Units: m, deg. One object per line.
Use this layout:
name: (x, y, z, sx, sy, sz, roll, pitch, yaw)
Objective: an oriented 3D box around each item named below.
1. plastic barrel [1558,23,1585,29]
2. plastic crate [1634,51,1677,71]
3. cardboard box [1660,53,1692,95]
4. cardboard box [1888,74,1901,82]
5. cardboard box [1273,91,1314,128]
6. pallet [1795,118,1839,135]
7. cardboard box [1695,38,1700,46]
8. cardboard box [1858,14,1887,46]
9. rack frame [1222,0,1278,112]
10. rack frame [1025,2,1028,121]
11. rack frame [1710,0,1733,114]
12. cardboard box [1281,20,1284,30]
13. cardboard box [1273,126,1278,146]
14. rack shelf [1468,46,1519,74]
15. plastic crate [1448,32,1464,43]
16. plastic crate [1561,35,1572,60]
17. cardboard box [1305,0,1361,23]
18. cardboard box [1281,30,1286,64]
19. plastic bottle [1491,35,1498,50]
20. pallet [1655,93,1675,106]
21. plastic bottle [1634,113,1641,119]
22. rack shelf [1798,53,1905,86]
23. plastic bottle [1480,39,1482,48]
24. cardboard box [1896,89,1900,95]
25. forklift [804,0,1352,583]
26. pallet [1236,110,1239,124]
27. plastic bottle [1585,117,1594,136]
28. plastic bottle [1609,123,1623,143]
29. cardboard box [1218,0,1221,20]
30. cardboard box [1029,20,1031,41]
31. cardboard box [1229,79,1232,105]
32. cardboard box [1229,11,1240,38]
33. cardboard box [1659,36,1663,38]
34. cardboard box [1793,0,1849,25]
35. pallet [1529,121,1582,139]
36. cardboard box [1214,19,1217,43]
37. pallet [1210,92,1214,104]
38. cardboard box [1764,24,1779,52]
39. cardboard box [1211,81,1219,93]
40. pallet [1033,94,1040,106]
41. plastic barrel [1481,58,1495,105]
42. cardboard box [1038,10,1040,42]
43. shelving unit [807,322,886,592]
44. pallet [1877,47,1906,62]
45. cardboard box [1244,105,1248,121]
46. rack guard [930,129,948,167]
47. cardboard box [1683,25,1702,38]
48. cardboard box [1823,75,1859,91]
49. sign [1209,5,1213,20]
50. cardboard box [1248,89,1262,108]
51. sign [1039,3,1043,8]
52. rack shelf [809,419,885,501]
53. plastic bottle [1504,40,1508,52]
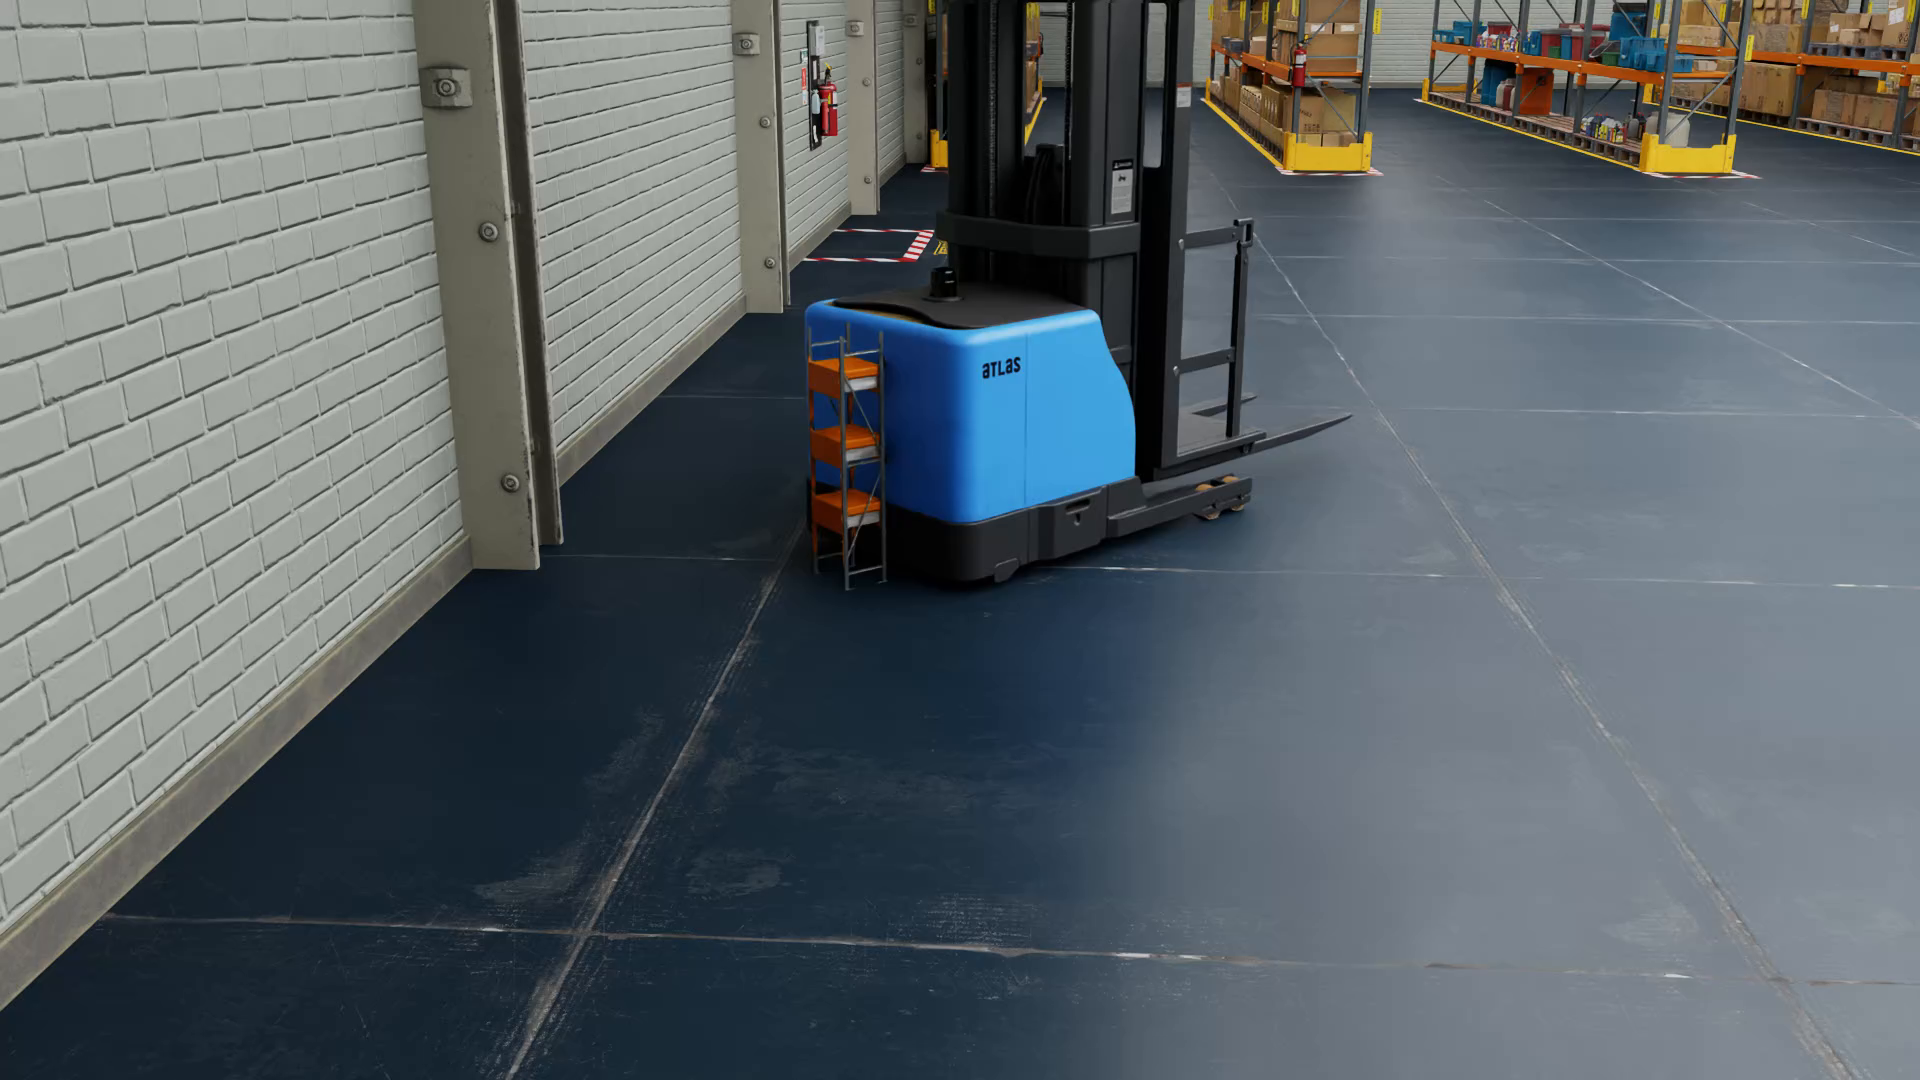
plastic barrel: (10.894, -8.895, 29.533, 0.600, 0.536, 0.708, 1, 18, 4)
plastic crate: (9.841, -6.790, 23.565, 0.499, 0.251, 0.408, 1, 18, 4)
cardboard box: (16.172, -10.345, 36.913, 0.875, 0.875, 0.875, 1, 18, 4)
cardboard box: (20.702, -10.185, 36.639, 0.380, 0.149, 0.250, 0, 18, 1)
cardboard box: (4.910, -6.342, 24.496, 0.500, 0.500, 0.500, 1, 18, 4)
pallet: (15.507, -7.303, 29.371, 1.003, 0.211, 1.213, 1, 18, 4)
cardboard box: (15.620, -10.415, 34.795, 0.380, 0.149, 0.250, 2, 18, 5)
cardboard box: (15.310, -8.417, 27.454, 0.797, 0.503, 0.637, 3, 18, 10)
rack frame: (5.971, -10.335, 34.147, 1.000, 3.000, 0.127, 1, 18, 4)
rack frame: (0.743, -9.202, 30.690, 1.000, 3.000, 0.127, 1, 18, 4)
rack frame: (15.852, -10.113, 33.469, 1.000, 3.000, 0.127, 1, 18, 4)
cardboard box: (5.133, -7.888, 25.475, 0.380, 0.149, 0.250, 1, 18, 3)
cardboard box: (4.913, -5.985, 24.613, 0.500, 0.250, 0.500, 1, 18, 4)
rack shelf: (10.768, -9.260, 32.022, 1.077, 0.370, 4.000, 1, 18, 4)
plastic crate: (10.736, -10.843, 35.870, 0.416, 0.233, 0.300, 1, 18, 4)
plastic crate: (10.107, -8.081, 27.293, 0.392, 0.384, 0.575, 1, 18, 4)
cardboard box: (5.161, -7.433, 23.047, 0.700, 0.500, 0.500, 1, 18, 4)
cardboard box: (5.341, -7.596, 25.627, 0.700, 0.500, 0.500, 1, 18, 3)
plastic bottle: (10.415, -9.670, 32.315, 0.152, 0.276, 0.135, 1, 18, 4)
pallet: (16.159, -9.780, 36.931, 1.003, 0.211, 1.213, 1, 18, 4)
plastic bottle: (10.579, -6.483, 25.937, 0.144, 0.351, 0.185, 1, 18, 2)
rack shelf: (15.422, -7.908, 27.894, 1.077, 0.370, 4.000, 1, 18, 4)
plastic bottle: (10.460, -9.947, 33.282, 0.097, 0.201, 0.097, 0, 18, 0)
cardboard box: (20.785, -9.819, 36.476, 0.380, 0.149, 0.250, 1, 18, 4)
forklift: (0.736, -1.588, 7.564, 3.031, 2.935, 1.130, -17, 24, -41)
pallet: (5.776, -7.999, 31.495, 1.003, 0.211, 1.213, 1, 18, 4)
plastic bottle: (9.882, -6.463, 25.999, 0.152, 0.276, 0.135, 2, 18, 6)
plastic bottle: (9.791, -6.069, 24.795, 0.152, 0.276, 0.135, 1, 18, 4)
cardboard box: (5.857, -11.493, 35.913, 0.500, 0.500, 0.500, 1, 18, 3)
cardboard box: (1.080, -9.708, 31.563, 0.500, 0.500, 0.500, 2, 18, 6)
cardboard box: (5.623, -8.891, 33.046, 0.500, 0.500, 0.500, 2, 18, 5)
cardboard box: (5.728, -10.225, 32.976, 0.700, 0.500, 0.500, 4, 19, 13)
cardboard box: (15.784, -11.133, 36.985, 0.380, 0.149, 0.250, 1, 18, 5)
cardboard box: (15.634, -9.621, 30.197, 0.797, 0.503, 0.637, 2, 18, 6)
pallet: (10.440, -7.038, 28.564, 1.003, 0.211, 1.213, 1, 18, 4)
cardboard box: (5.931, -11.333, 37.031, 0.500, 0.500, 0.500, 1, 18, 3)
pallet: (6.196, -9.981, 37.545, 1.003, 0.211, 1.213, 1, 18, 4)
cardboard box: (15.429, -9.393, 31.111, 0.500, 0.500, 0.500, 1, 18, 2)
cardboard box: (5.900, -10.162, 37.328, 0.500, 0.250, 0.500, 1, 18, 4)
pallet: (1.247, -9.734, 36.790, 1.003, 0.211, 1.213, 1, 18, 4)
plastic barrel: (10.856, -9.257, 33.553, 0.600, 0.901, 0.708, 1, 18, 4)
cardboard box: (1.290, -11.671, 37.742, 0.980, 0.700, 0.700, 2, 18, 6)
shelving unit: (-0.459, -0.339, 6.770, 0.215, 1.050, 0.252, -13, 22, -34)
pallet: (15.478, -7.771, 26.630, 1.003, 0.211, 1.213, 1, 18, 4)
cardboard box: (5.288, -7.512, 29.272, 0.500, 0.250, 0.500, 1, 18, 2)
rack guard: (0.175, -5.553, 23.568, 1.175, 0.500, 0.348, 1, 18, 4)
cardboard box: (15.732, -10.802, 35.336, 0.500, 0.250, 0.500, 1, 18, 3)
cardboard box: (15.547, -8.039, 29.244, 0.500, 0.250, 0.500, 2, 18, 6)
sign: (5.717, -12.001, 37.841, 0.100, 0.325, 0.005, 1, 18, 4)
cardboard box: (5.250, -7.615, 28.686, 0.500, 0.311, 0.500, 1, 18, 3)
sign: (1.857, -12.333, 38.005, 0.100, 0.325, 0.005, 1, 18, 4)
rack shelf: (-0.459, -0.328, 6.773, 0.215, 0.259, 0.240, -13, 22, -34)
plastic bottle: (10.313, -9.310, 31.339, 0.097, 0.201, 0.097, 0, 18, 0)
